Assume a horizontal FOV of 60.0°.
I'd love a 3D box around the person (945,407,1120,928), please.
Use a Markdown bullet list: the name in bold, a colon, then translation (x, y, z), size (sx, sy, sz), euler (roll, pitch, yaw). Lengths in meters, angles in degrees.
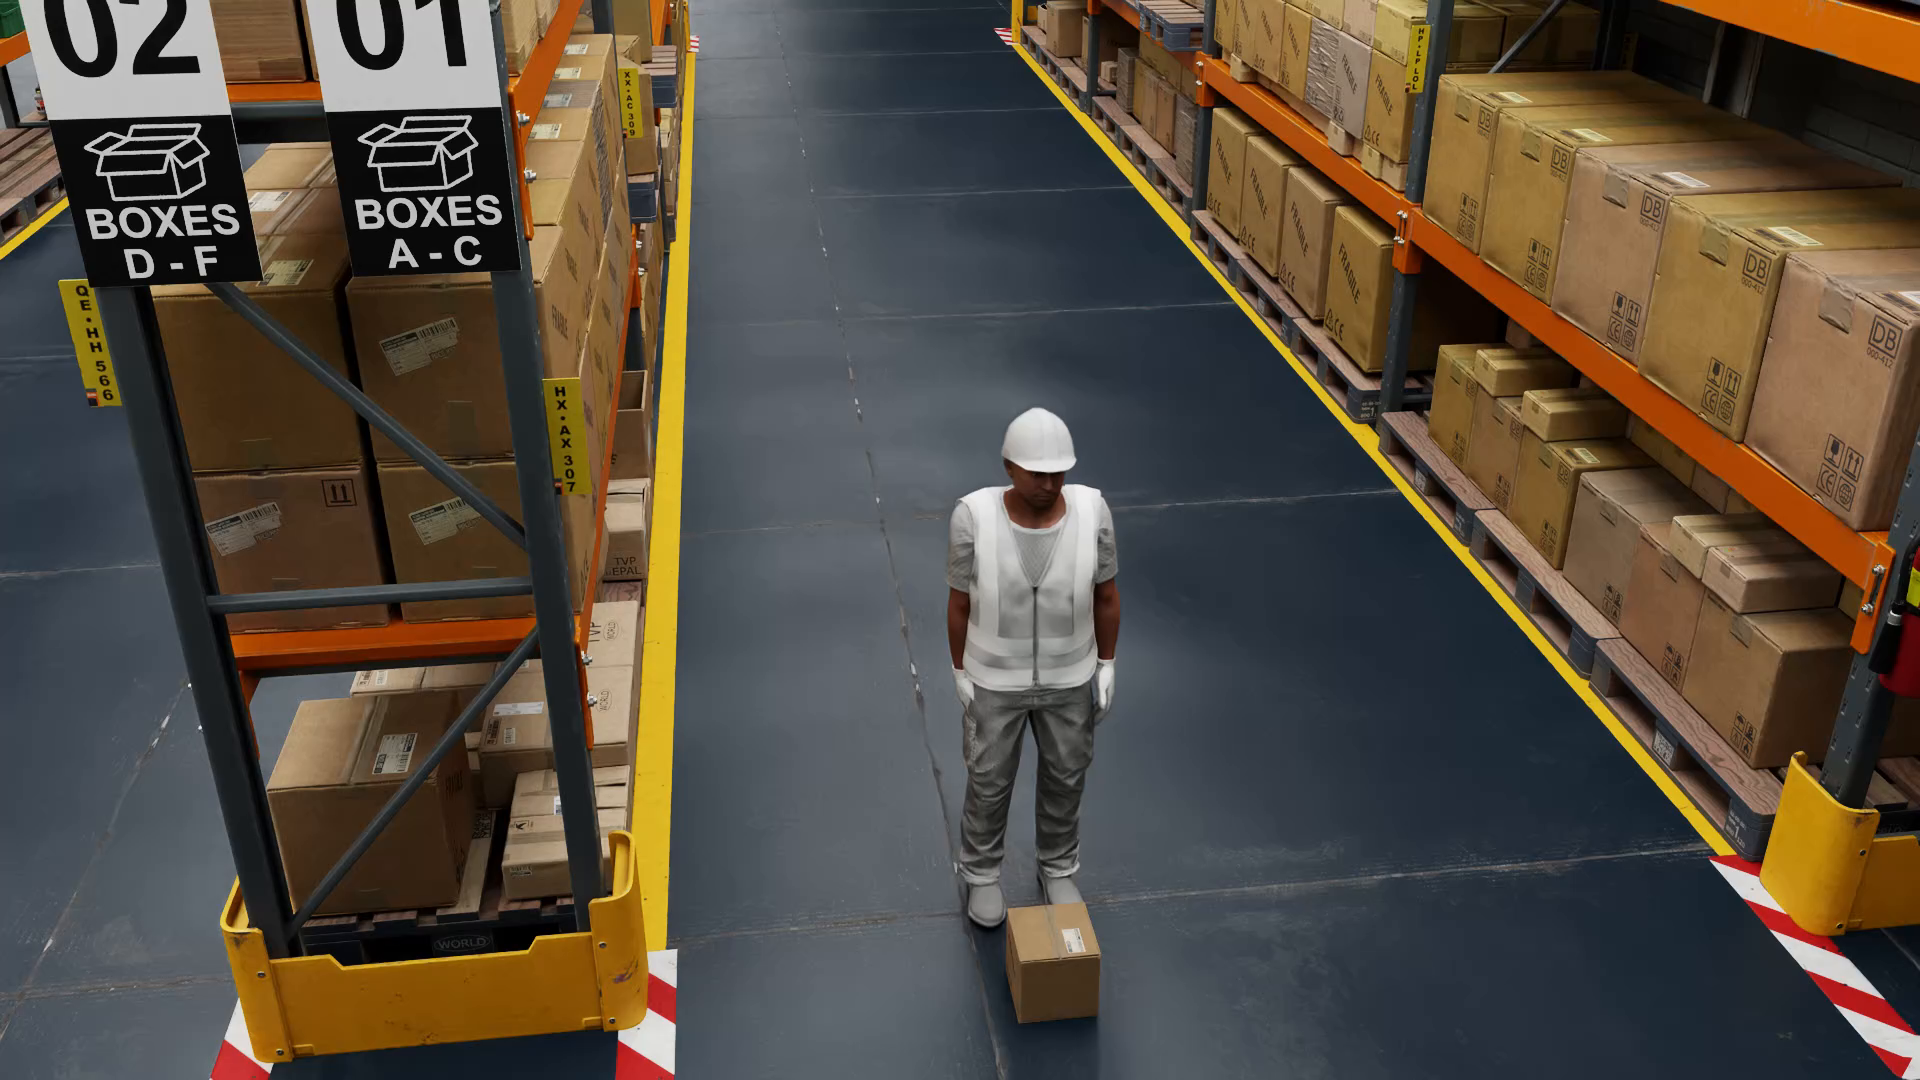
- **person**: translation (0.232, 0.425, 5.274), size (0.547, 1.791, 0.361), euler (-3, 27, -6)
